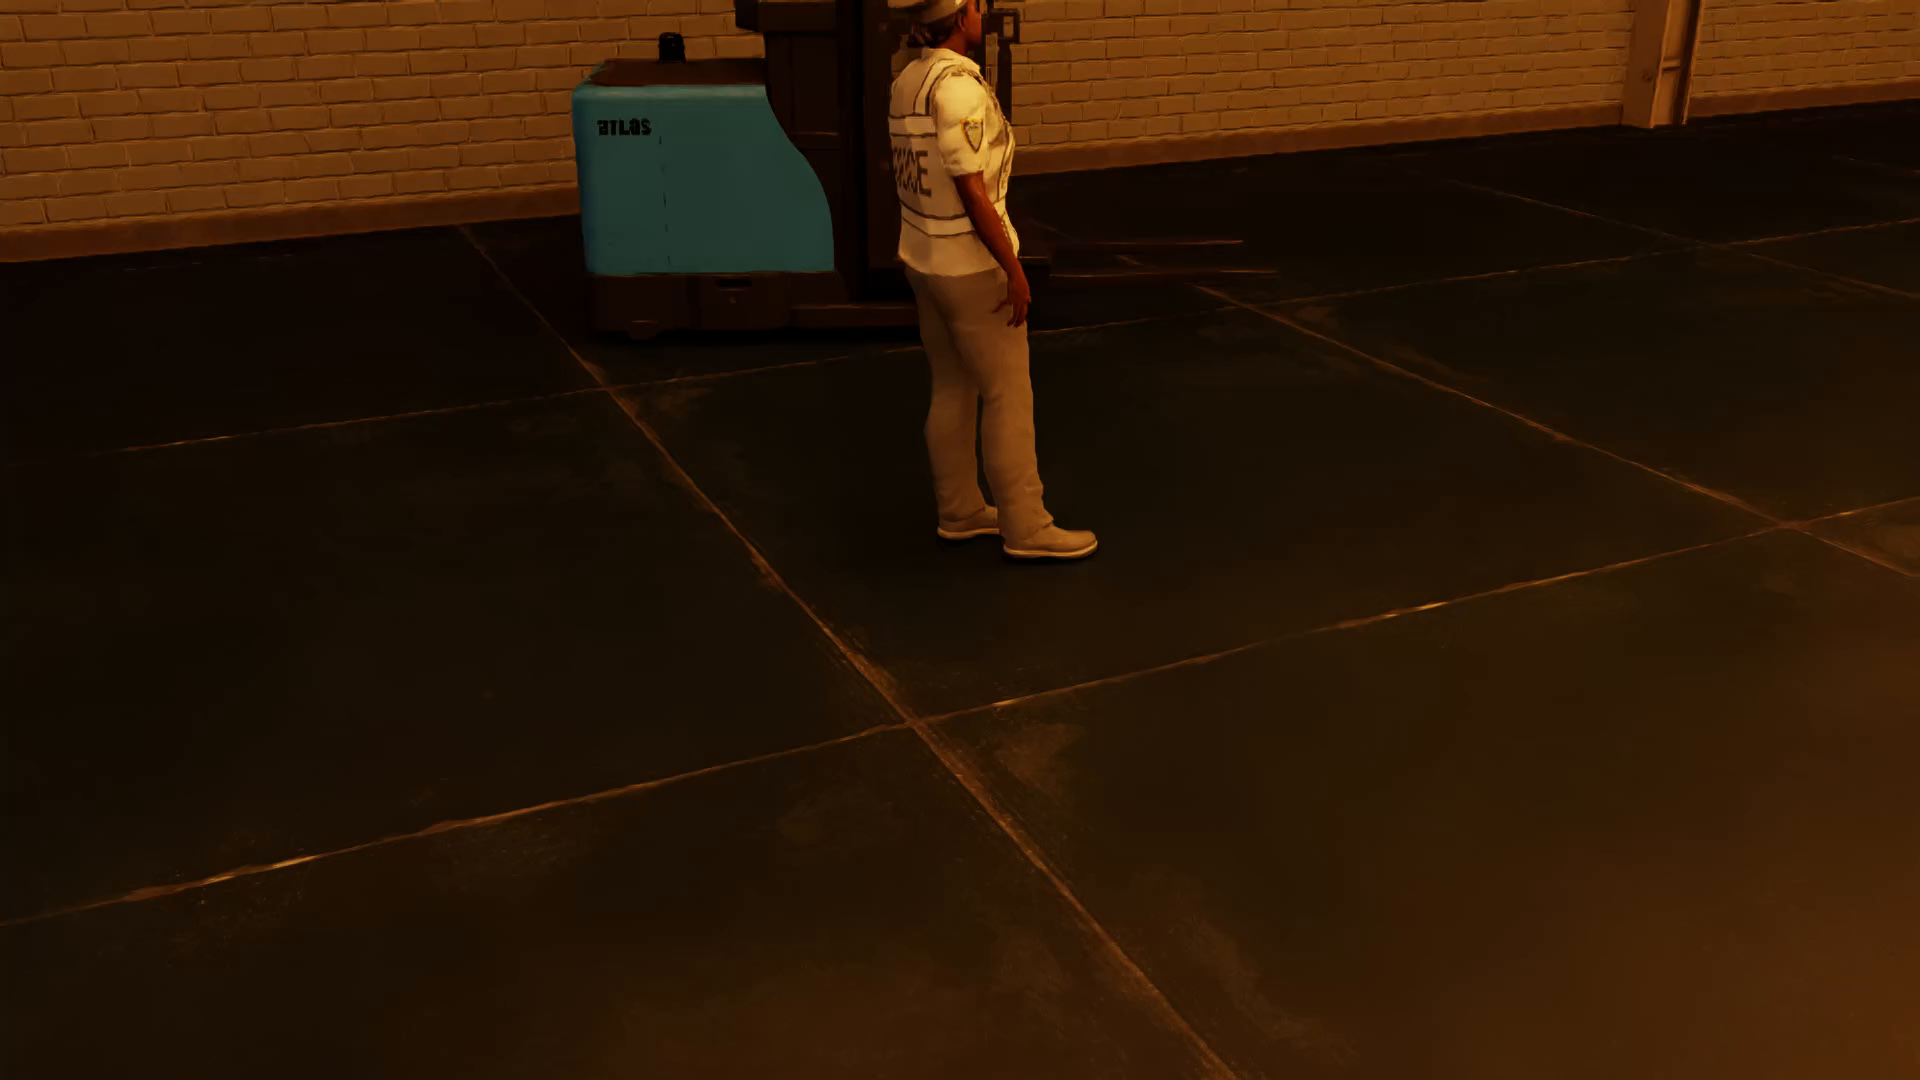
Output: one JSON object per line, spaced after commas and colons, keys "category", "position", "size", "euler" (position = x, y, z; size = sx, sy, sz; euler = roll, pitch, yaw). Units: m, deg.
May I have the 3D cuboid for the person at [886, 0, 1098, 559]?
{"category": "person", "position": [0.076, -0.795, 4.792], "size": [0.529, 1.695, 0.570], "euler": [-10, 25, -23]}

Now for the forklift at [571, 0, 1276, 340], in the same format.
{"category": "forklift", "position": [-0.128, -2.422, 7.117], "size": [3.031, 2.935, 1.130], "euler": [-2, 23, -5]}
